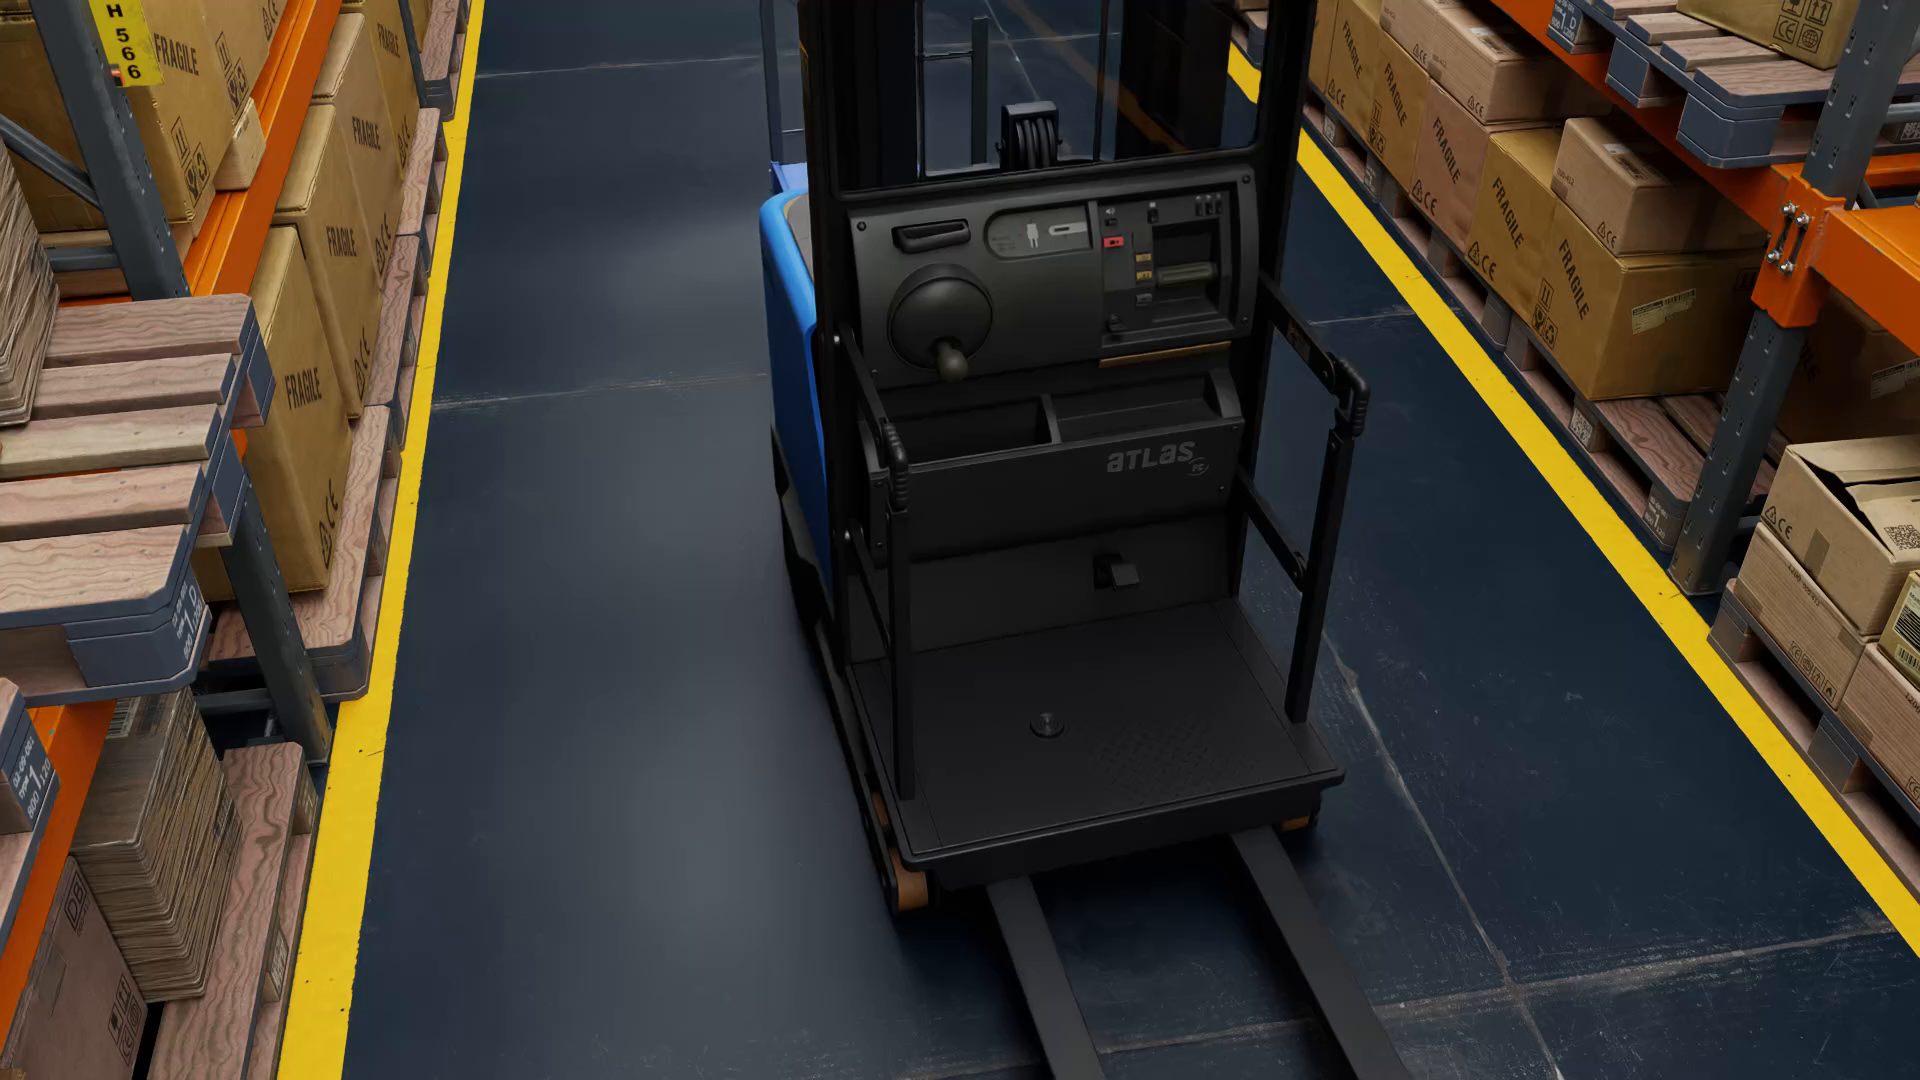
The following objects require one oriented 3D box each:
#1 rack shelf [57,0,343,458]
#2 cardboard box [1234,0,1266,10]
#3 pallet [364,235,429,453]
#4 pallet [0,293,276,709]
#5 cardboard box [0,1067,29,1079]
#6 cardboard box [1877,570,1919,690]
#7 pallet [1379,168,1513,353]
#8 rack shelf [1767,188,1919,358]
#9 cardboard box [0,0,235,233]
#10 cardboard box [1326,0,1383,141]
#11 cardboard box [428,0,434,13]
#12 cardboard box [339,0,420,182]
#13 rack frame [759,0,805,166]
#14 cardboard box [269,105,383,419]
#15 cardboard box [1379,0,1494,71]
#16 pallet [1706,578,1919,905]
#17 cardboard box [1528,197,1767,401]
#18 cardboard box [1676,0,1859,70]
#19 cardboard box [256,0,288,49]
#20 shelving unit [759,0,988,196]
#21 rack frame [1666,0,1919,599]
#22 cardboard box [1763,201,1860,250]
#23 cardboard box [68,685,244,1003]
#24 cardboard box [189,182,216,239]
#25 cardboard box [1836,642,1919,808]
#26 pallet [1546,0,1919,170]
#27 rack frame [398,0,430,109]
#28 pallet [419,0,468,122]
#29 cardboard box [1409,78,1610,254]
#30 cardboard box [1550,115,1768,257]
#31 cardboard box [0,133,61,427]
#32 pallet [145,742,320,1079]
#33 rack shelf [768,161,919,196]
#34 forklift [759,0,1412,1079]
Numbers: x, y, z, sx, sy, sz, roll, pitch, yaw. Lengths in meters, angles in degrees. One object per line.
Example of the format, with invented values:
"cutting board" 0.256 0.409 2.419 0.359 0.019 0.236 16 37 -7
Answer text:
"rack shelf" -2.552 -1.486 5.305 1.077 0.370 4.000 -6 38 -8
"cardboard box" 1.594 -3.014 8.363 0.500 0.500 0.500 -6 38 -8
"pallet" -2.476 -0.681 5.954 1.003 0.211 1.213 -6 38 -8
"pallet" -1.972 -0.068 3.048 1.213 0.211 1.003 -6 38 -8
"cardboard box" -1.933 1.301 2.809 0.700 0.500 0.500 -6 38 -8
"cardboard box" 2.578 0.265 3.905 0.500 0.311 0.500 -7 38 -9
"pallet" 2.371 -1.187 6.605 1.003 0.211 1.213 -6 38 -8
"rack shelf" 3.025 0.395 2.883 1.077 0.370 4.000 -6 38 -8
"cardboard box" -2.035 -1.048 3.814 0.500 0.500 0.500 -5 38 -7
"cardboard box" 1.923 -2.061 7.136 0.500 0.500 0.500 -6 38 -7
"cardboard box" -3.018 -2.924 8.263 0.700 0.500 0.500 -7 38 -8
"cardboard box" -2.661 -1.917 6.682 0.750 0.750 0.750 -6 38 -7
"rack frame" -0.429 -1.463 5.910 0.500 1.500 0.032 -9 39 -12
"cardboard box" -2.349 -0.867 5.331 0.750 0.750 0.750 -6 38 -8
"cardboard box" 1.994 -2.074 6.542 0.500 0.250 0.500 -6 38 -8
"pallet" 2.781 0.505 4.428 1.003 0.211 1.213 -6 38 -8
"cardboard box" 2.280 -0.824 5.544 0.500 0.500 0.500 -5 38 -6
"cardboard box" 2.453 -1.671 4.532 0.700 0.500 0.500 -19 42 -23
"cardboard box" -2.203 -1.665 4.608 0.500 0.500 0.500 -6 38 -8
"shelving unit" -0.297 -1.161 5.522 0.538 1.500 1.048 -9 39 -12
"rack frame" 2.675 -1.097 4.218 1.000 3.000 0.127 -6 38 -8
"cardboard box" 2.779 -0.905 5.649 0.500 0.500 0.500 -8 38 -10
"cardboard box" -2.024 0.680 3.608 0.700 0.500 0.500 -6 38 -7
"cardboard box" -2.067 -0.848 4.085 0.380 0.149 0.250 -6 38 -7
"cardboard box" 2.566 0.474 4.094 0.500 0.250 0.500 -7 38 -9
"pallet" 2.487 -1.424 4.794 1.213 0.211 1.003 -6 38 -8
"rack frame" -2.903 -2.978 6.639 1.000 3.000 0.127 -6 38 -8
"pallet" -2.959 -2.345 8.096 1.003 0.211 1.213 -6 38 -8
"cardboard box" 2.091 -1.453 6.354 0.500 0.500 0.500 -8 38 -10
"cardboard box" 2.266 -1.153 5.357 0.500 0.250 0.500 -5 38 -6
"cardboard box" -2.109 -0.493 2.999 0.700 0.500 0.500 -11 39 -13
"pallet" -2.066 1.011 3.777 1.003 0.211 1.213 -6 38 -8
"rack shelf" -0.297 -1.019 5.633 0.538 0.185 1.000 -9 39 -12
"forklift" 0.279 -0.517 3.526 1.130 2.935 3.031 -9 39 -12
